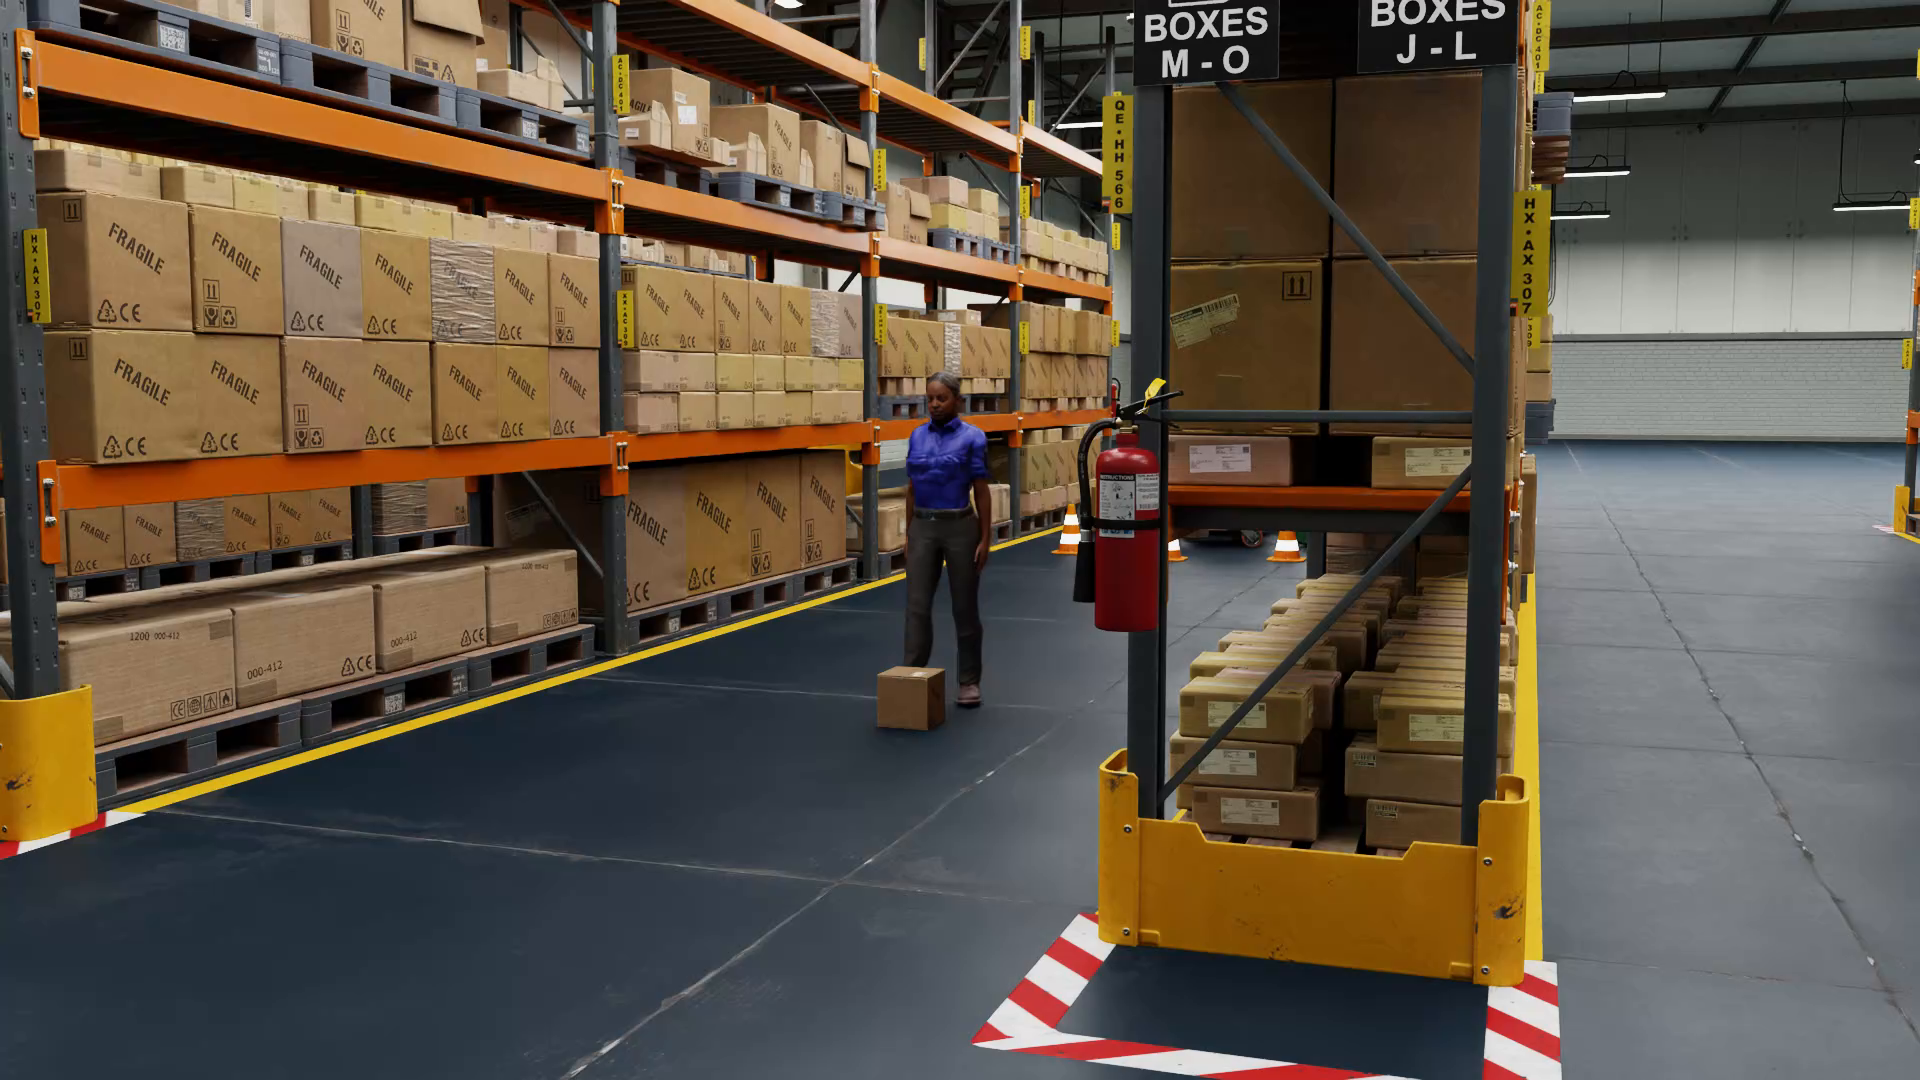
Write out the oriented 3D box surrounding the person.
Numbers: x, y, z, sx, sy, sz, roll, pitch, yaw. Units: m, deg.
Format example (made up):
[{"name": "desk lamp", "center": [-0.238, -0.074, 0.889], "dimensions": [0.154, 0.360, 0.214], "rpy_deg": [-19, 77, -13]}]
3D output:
[{"name": "person", "center": [-0.088, -0.003, 8.204], "dimensions": [0.467, 1.656, 0.523], "rpy_deg": [2, 6, 19]}]
